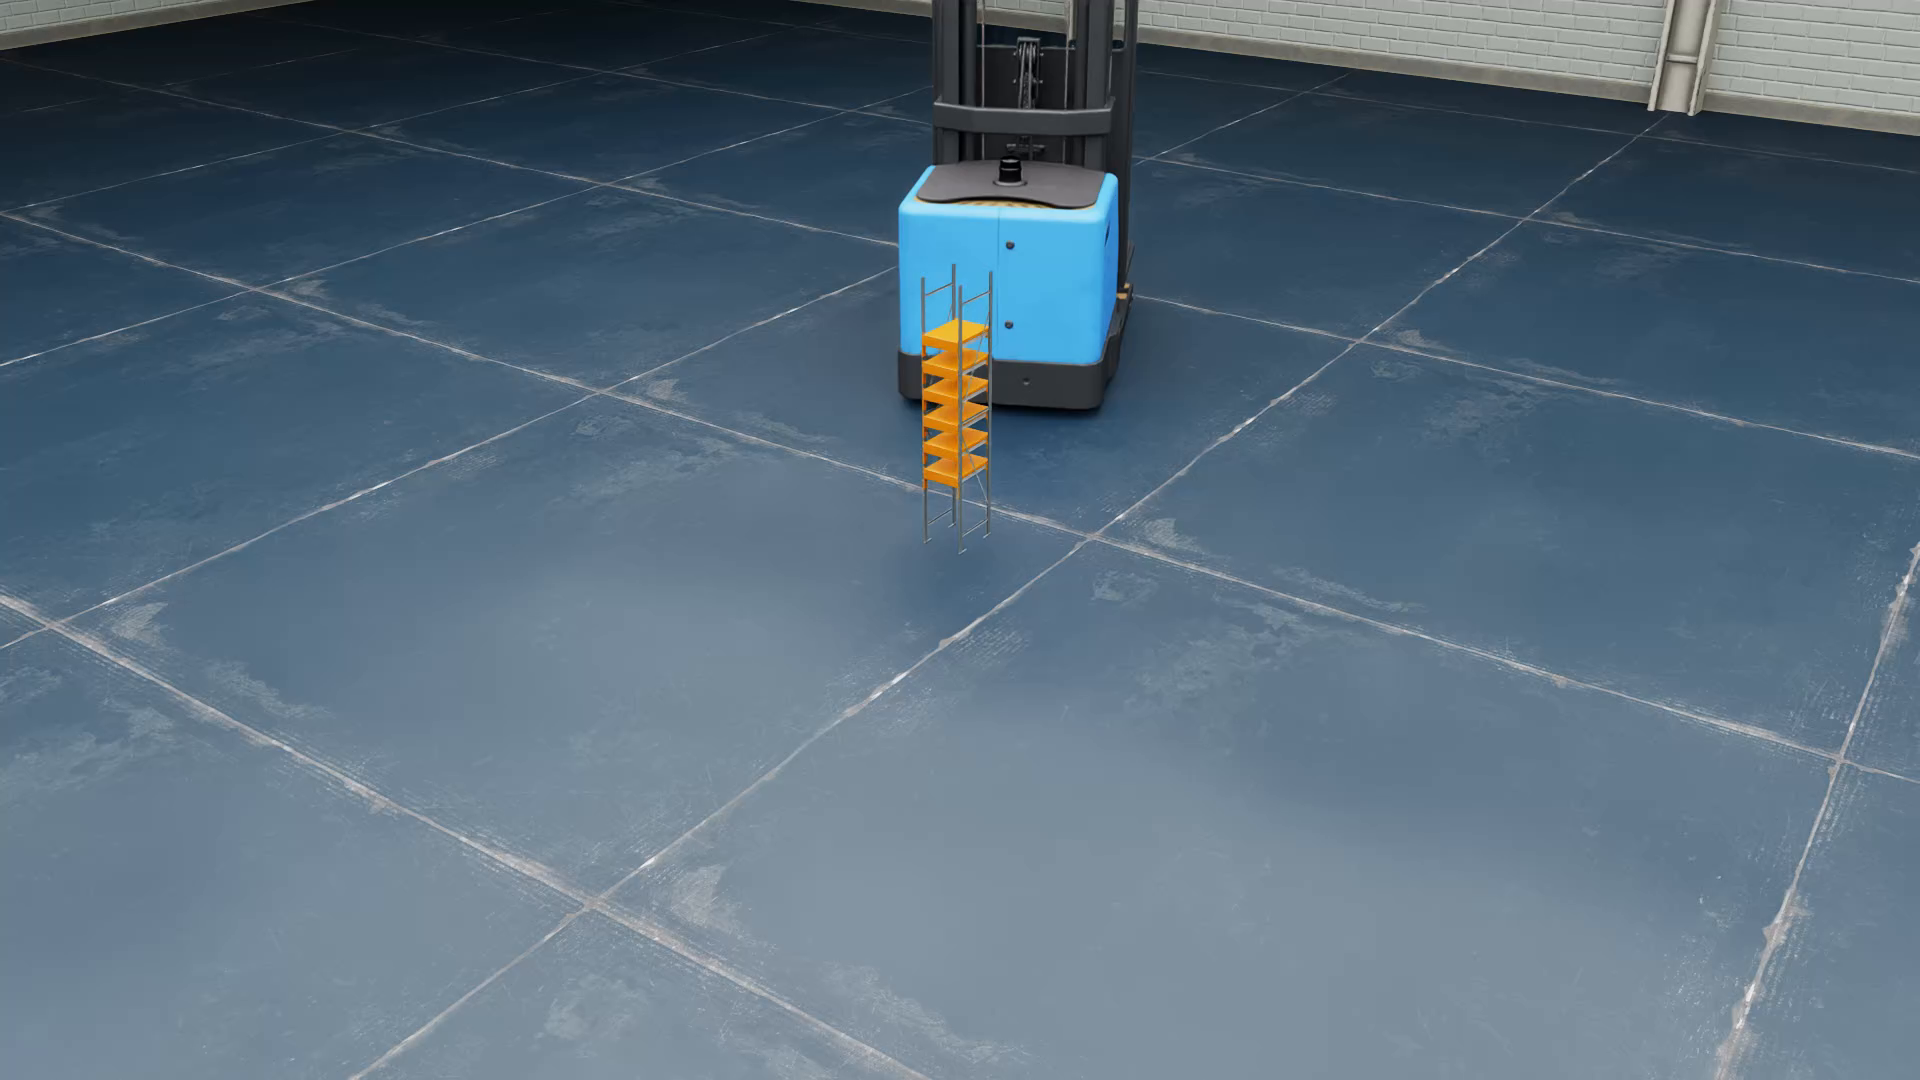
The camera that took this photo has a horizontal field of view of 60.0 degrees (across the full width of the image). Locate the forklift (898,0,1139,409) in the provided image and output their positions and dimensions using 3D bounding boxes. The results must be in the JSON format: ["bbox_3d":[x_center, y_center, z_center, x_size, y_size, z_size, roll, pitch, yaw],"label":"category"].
[{"bbox_3d":[0.436,-2.609,9.145,1.130,2.935,3.031,4,27,9],"label":"forklift"}]

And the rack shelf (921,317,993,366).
[{"bbox_3d":[-0.012,-0.820,6.842,0.180,0.103,0.258,17,32,30],"label":"rack shelf"}]

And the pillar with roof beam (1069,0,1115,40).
[{"bbox_3d":[-1.043,-7.759,12.575,0.400,9.000,9.100,17,32,30],"label":"pillar with roof beam"}]

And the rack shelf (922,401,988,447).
[{"bbox_3d":[-0.012,-0.499,7.005,0.180,0.103,0.258,17,32,30],"label":"rack shelf"}]

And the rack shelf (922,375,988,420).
[{"bbox_3d":[-0.012,-0.606,6.951,0.180,0.103,0.258,17,32,30],"label":"rack shelf"}]

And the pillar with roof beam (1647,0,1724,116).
[{"bbox_3d":[3.902,-6.218,9.547,0.400,9.000,9.100,17,32,30],"label":"pillar with roof beam"}]

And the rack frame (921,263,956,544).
[{"bbox_3d":[-0.087,-0.562,7.031,0.006,1.200,0.240,17,32,30],"label":"rack frame"}]

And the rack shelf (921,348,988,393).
[{"bbox_3d":[-0.012,-0.713,6.896,0.180,0.103,0.258,17,32,30],"label":"rack shelf"}]

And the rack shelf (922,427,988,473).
[{"bbox_3d":[-0.012,-0.392,7.060,0.180,0.103,0.258,17,32,30],"label":"rack shelf"}]

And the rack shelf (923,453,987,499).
[{"bbox_3d":[-0.012,-0.285,7.114,0.180,0.103,0.258,17,32,30],"label":"rack shelf"}]

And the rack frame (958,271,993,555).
[{"bbox_3d":[0.063,-0.515,6.939,0.006,1.200,0.240,17,32,30],"label":"rack frame"}]

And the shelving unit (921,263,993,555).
[{"bbox_3d":[-0.012,-0.538,6.985,0.189,1.200,0.258,17,32,30],"label":"shelving unit"}]
